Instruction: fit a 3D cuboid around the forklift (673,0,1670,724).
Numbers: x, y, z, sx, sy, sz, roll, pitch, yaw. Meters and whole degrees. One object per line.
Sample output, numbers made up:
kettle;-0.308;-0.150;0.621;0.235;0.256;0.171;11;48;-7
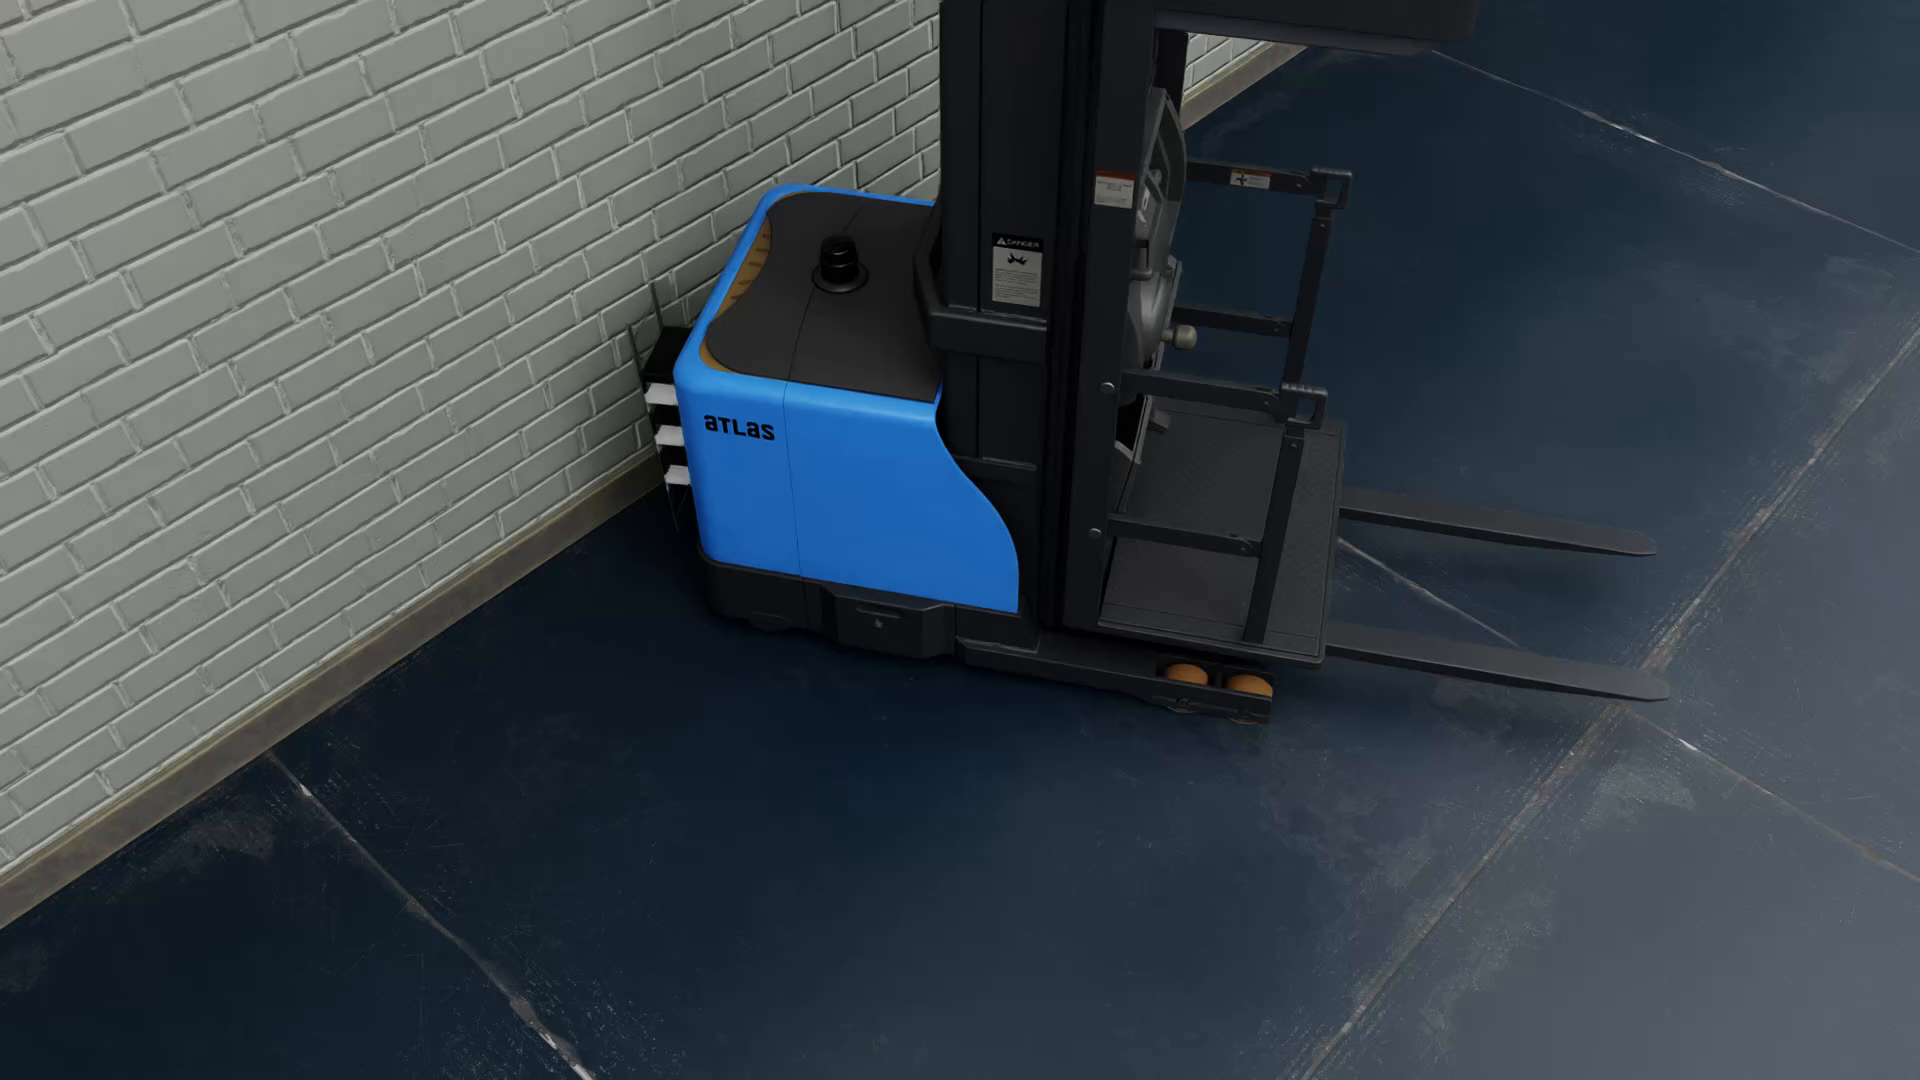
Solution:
forklift;0.730;-0.855;4.542;3.031;2.935;1.130;9;48;9

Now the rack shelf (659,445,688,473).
rack shelf;-0.873;-0.329;5.604;0.200;0.077;0.258;6;47;10

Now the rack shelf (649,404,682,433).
rack shelf;-0.882;-0.454;5.474;0.200;0.077;0.258;6;47;10

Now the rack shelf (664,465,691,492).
rack shelf;-0.869;-0.267;5.669;0.200;0.077;0.258;6;47;10

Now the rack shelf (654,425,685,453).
rack shelf;-0.878;-0.392;5.539;0.200;0.077;0.258;6;47;10

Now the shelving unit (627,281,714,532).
shelving unit;-0.879;-0.415;5.515;0.210;0.900;0.258;6;47;10

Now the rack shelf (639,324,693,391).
rack shelf;-0.891;-0.578;5.345;0.200;0.077;0.258;6;47;10

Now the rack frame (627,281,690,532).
rack frame;-0.979;-0.426;5.533;0.006;0.900;0.240;6;47;10

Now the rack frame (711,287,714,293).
rack frame;-0.780;-0.404;5.498;0.006;0.900;0.240;6;47;10

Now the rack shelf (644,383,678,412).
rack shelf;-0.886;-0.516;5.409;0.200;0.077;0.258;6;47;10
